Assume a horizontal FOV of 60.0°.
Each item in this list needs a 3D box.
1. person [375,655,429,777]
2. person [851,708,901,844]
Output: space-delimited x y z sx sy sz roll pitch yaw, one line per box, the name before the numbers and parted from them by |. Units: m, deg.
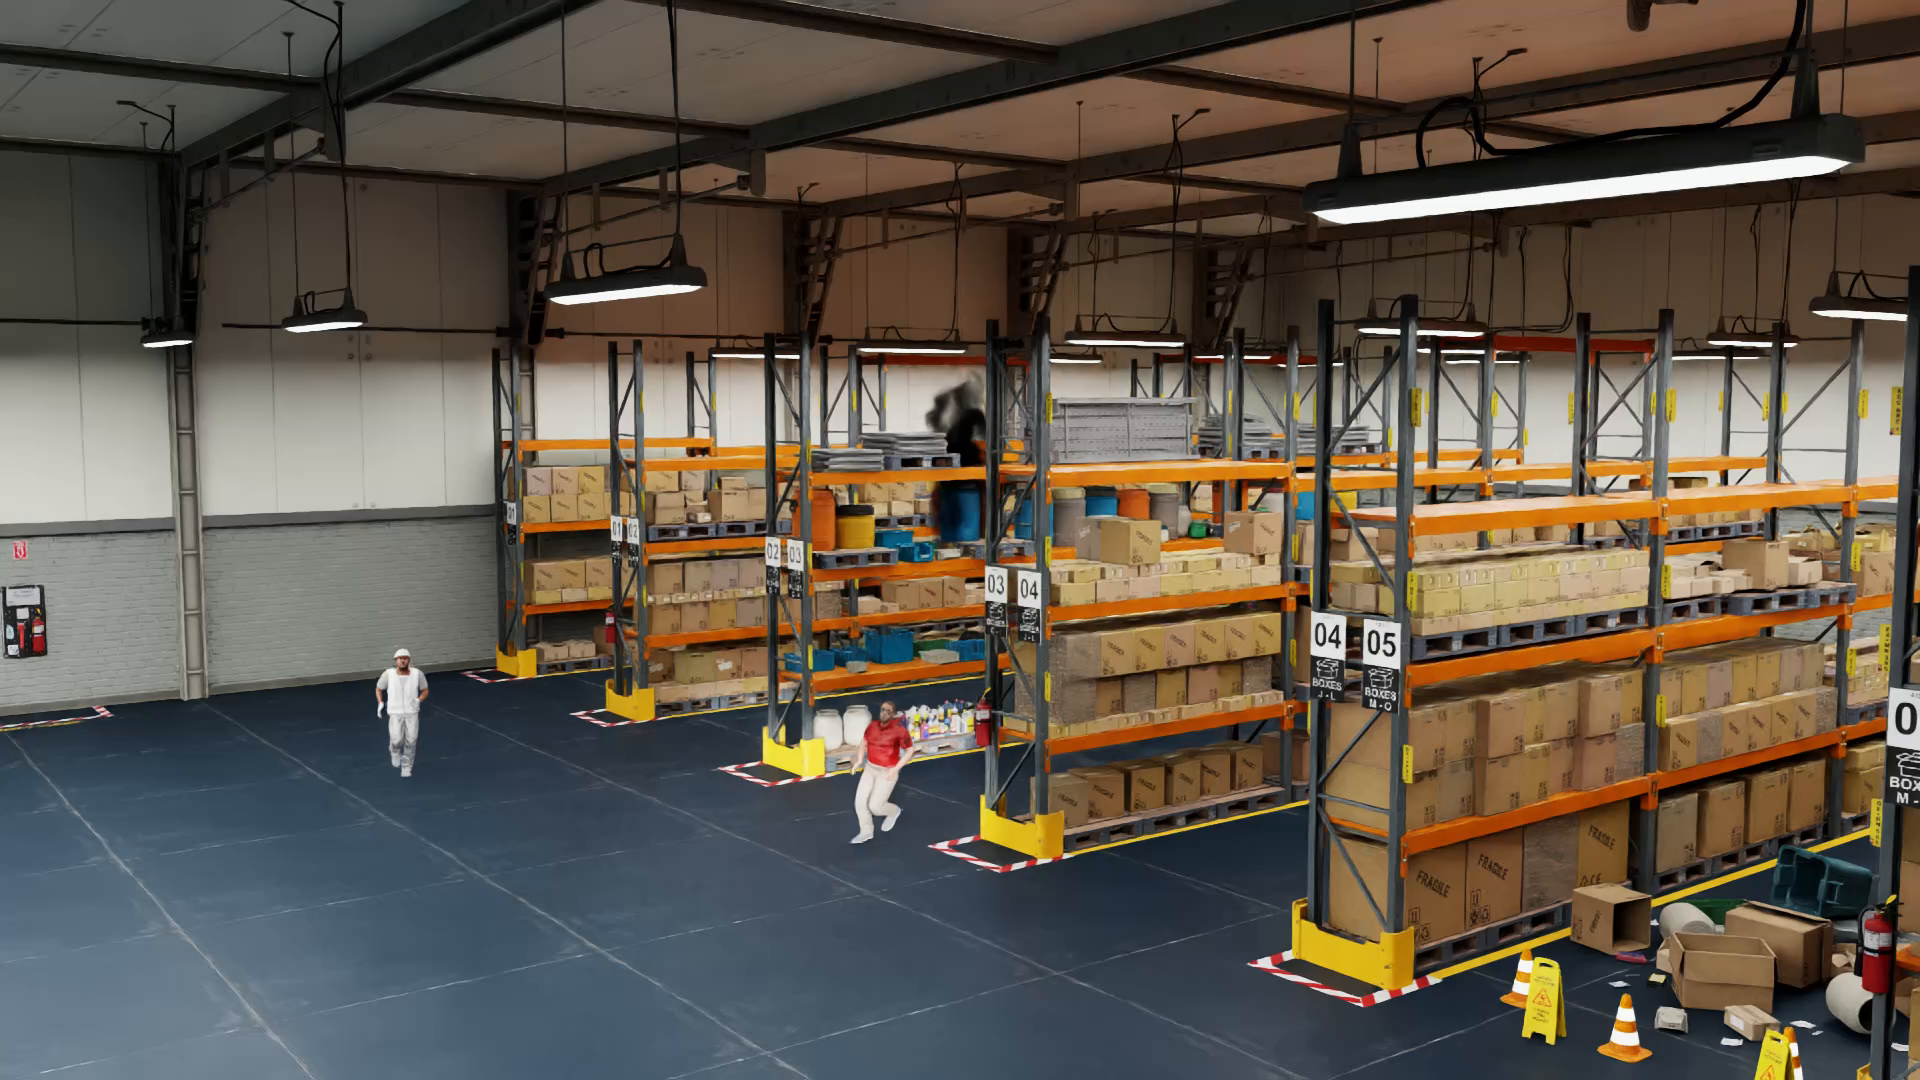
person | -7.503 2.349 22.407 0.675 1.698 0.592 -2 5 -22
person | -0.912 2.696 19.175 0.503 1.594 0.596 4 6 35
